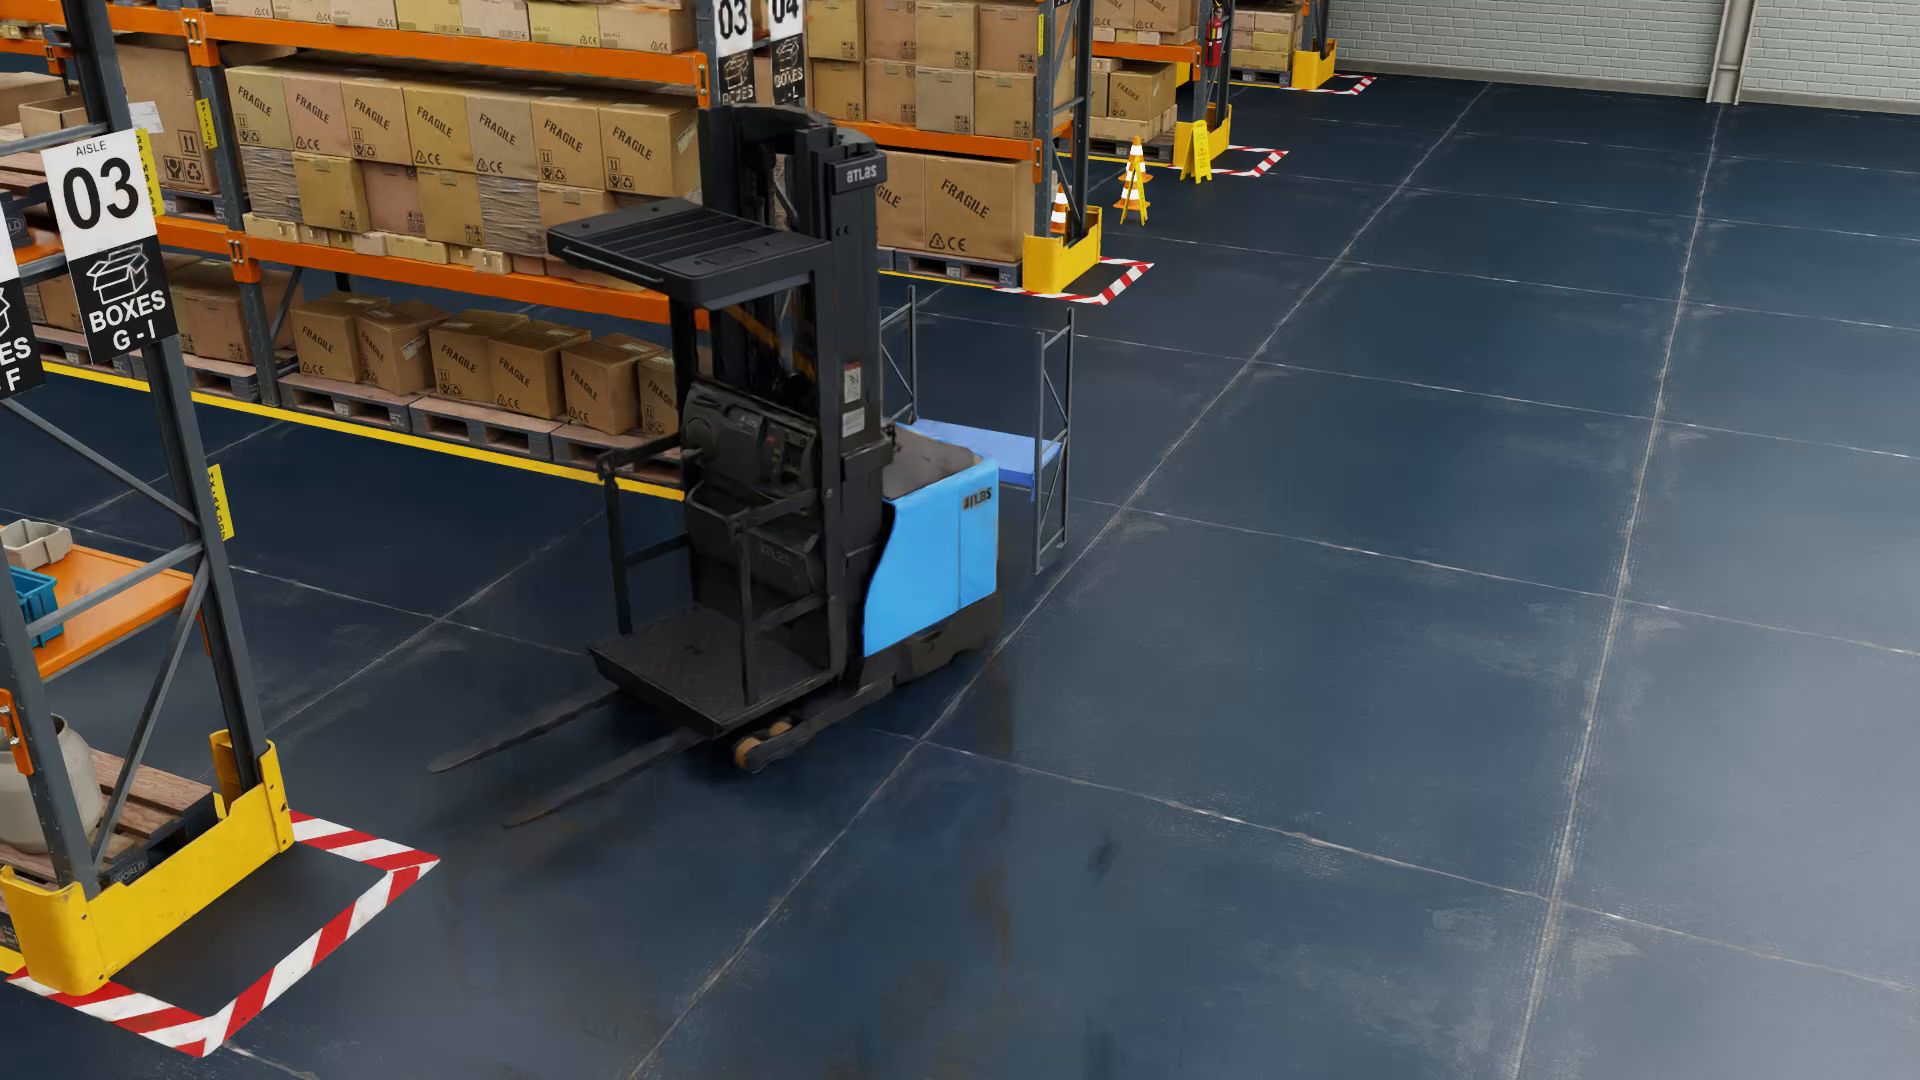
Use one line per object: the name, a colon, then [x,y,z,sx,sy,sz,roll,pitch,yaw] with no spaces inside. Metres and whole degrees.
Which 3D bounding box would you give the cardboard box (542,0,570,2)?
cardboard box: [-2.340,-3.313,9.905,0.250,0.149,0.380,12,28,22]

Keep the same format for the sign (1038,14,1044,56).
sign: [0.671,-4.179,13.763,0.005,0.325,0.100,11,28,22]

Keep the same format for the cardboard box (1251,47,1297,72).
cardboard box: [4.358,-6.688,23.075,0.500,0.250,0.500,12,28,22]

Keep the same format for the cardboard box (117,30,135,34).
cardboard box: [-8.907,-5.593,18.024,0.250,0.149,0.380,10,28,20]

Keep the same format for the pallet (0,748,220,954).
pallet: [-4.113,1.304,7.362,1.213,0.211,1.003,11,28,22]

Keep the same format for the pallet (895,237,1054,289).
pallet: [0.148,-2.632,15.358,1.213,0.211,1.003,11,28,22]

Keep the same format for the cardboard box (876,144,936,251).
cardboard box: [-0.539,-3.261,15.408,0.875,0.875,0.875,11,28,21]

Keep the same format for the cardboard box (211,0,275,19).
cardboard box: [-4.575,-3.617,10.975,0.500,0.250,0.500,10,28,20]

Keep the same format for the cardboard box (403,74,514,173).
cardboard box: [-3.204,-2.697,10.751,0.500,0.500,0.500,11,28,22]

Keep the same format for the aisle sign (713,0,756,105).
aisle sign: [-1.305,-2.827,9.653,0.004,0.787,0.394,11,28,22]

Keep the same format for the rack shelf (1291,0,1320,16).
rack shelf: [3.096,-7.817,23.546,4.000,0.370,1.077,11,28,22]

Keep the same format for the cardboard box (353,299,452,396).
cardboard box: [-4.006,-1.400,12.053,0.500,0.500,0.500,22,34,38]

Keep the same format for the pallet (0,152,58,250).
pallet: [-4.000,-1.253,6.217,1.213,0.211,1.003,11,28,22]

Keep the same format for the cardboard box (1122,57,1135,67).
cardboard box: [1.745,-5.425,19.662,0.500,0.500,0.500,10,28,20]

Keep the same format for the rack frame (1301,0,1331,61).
rack frame: [4.916,-7.774,22.644,0.127,3.000,1.000,11,28,22]

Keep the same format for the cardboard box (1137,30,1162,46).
cardboard box: [2.159,-5.649,18.612,0.250,0.149,0.380,11,28,21]

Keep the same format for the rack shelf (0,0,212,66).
rack shelf: [-6.699,-3.913,12.220,4.000,0.370,1.077,11,28,22]

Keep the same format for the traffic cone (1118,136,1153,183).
traffic cone: [1.939,-4.199,18.256,0.334,0.463,0.336,11,28,22]

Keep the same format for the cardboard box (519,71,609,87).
cardboard box: [-2.533,-2.815,10.990,0.500,0.500,0.500,11,28,22]

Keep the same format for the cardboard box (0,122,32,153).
cardboard box: [-7.089,-2.978,12.597,0.500,0.250,0.500,11,28,20]

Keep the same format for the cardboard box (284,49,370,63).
cardboard box: [-4.355,-3.180,11.730,0.500,0.500,0.500,11,28,22]

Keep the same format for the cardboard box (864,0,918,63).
cardboard box: [-0.406,-4.624,14.855,0.550,0.550,0.875,11,28,22]

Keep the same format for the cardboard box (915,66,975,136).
cardboard box: [0.042,-3.977,14.763,0.550,0.550,0.875,11,28,22]

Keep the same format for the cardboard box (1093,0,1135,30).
cardboard box: [1.803,-6.038,18.668,0.500,0.500,0.500,11,28,22]

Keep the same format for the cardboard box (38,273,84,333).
cardboard box: [-6.872,-2.020,13.289,0.500,0.500,0.700,14,29,26]

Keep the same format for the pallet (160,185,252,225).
pallet: [-5.514,-2.636,12.426,1.213,0.211,1.003,11,28,22]

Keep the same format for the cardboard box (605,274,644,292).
cardboard box: [-2.058,-1.720,10.633,0.250,0.149,0.380,11,28,22]

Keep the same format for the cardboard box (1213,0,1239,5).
cardboard box: [3.650,-7.527,23.648,0.500,0.250,0.500,11,28,21]

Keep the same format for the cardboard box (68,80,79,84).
cardboard box: [-10.721,-5.386,19.872,0.250,0.149,0.380,11,28,21]

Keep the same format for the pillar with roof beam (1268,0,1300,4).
pillar with roof beam: [2.873,-9.224,18.798,0.400,9.000,9.100,11,28,22]

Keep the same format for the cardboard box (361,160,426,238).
cardboard box: [-3.557,-2.439,11.358,0.500,0.500,0.875,11,28,22]

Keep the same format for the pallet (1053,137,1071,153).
pallet: [0.964,-4.927,20.018,1.213,0.211,1.003,11,28,22]

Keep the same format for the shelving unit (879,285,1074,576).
shelving unit: [0.078,-0.657,9.887,1.048,1.500,0.538,11,28,22]

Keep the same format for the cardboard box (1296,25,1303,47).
cardboard box: [4.574,-7.123,23.393,0.500,0.250,0.500,12,29,23]

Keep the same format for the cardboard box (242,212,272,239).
cardboard box: [-4.807,-2.251,11.711,0.250,0.149,0.380,11,28,22]

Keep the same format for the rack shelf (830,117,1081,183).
rack shelf: [-0.913,-3.812,15.411,4.000,0.370,1.077,11,28,22]

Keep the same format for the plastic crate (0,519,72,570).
plastic crate: [-3.969,0.024,7.104,0.250,0.136,0.298,11,28,22]

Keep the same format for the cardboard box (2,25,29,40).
cardboard box: [-10.652,-5.812,18.942,0.250,0.149,0.380,11,28,20]

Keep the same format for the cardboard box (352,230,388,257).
cardboard box: [-3.904,-2.062,11.326,0.250,0.149,0.380,11,28,22]

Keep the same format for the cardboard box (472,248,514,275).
cardboard box: [-2.991,-1.881,10.960,0.250,0.149,0.380,11,28,22]

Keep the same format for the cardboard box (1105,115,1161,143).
cardboard box: [1.996,-4.776,19.193,0.500,0.250,0.500,11,28,22]

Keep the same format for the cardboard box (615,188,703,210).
cardboard box: [-1.727,-2.083,10.635,0.500,0.500,0.875,11,28,22]

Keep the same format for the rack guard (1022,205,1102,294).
rack guard: [0.930,-2.643,15.052,0.348,0.500,1.175,11,28,22]

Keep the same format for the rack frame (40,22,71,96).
rack frame: [-10.016,-5.963,18.965,0.127,3.000,1.000,11,28,22]

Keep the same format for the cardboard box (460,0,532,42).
cardboard box: [-2.700,-3.245,10.218,0.500,0.250,0.500,12,29,23]

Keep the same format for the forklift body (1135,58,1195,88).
forklift body: [2.435,-7.007,22.046,1.214,2.155,2.313,11,28,22]

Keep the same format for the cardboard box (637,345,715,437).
cardboard box: [-1.799,-0.981,11.201,0.500,0.500,0.500,17,31,31]

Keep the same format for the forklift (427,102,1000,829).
forklift: [-1.163,-0.452,7.849,1.130,2.935,3.031,23,34,38]
